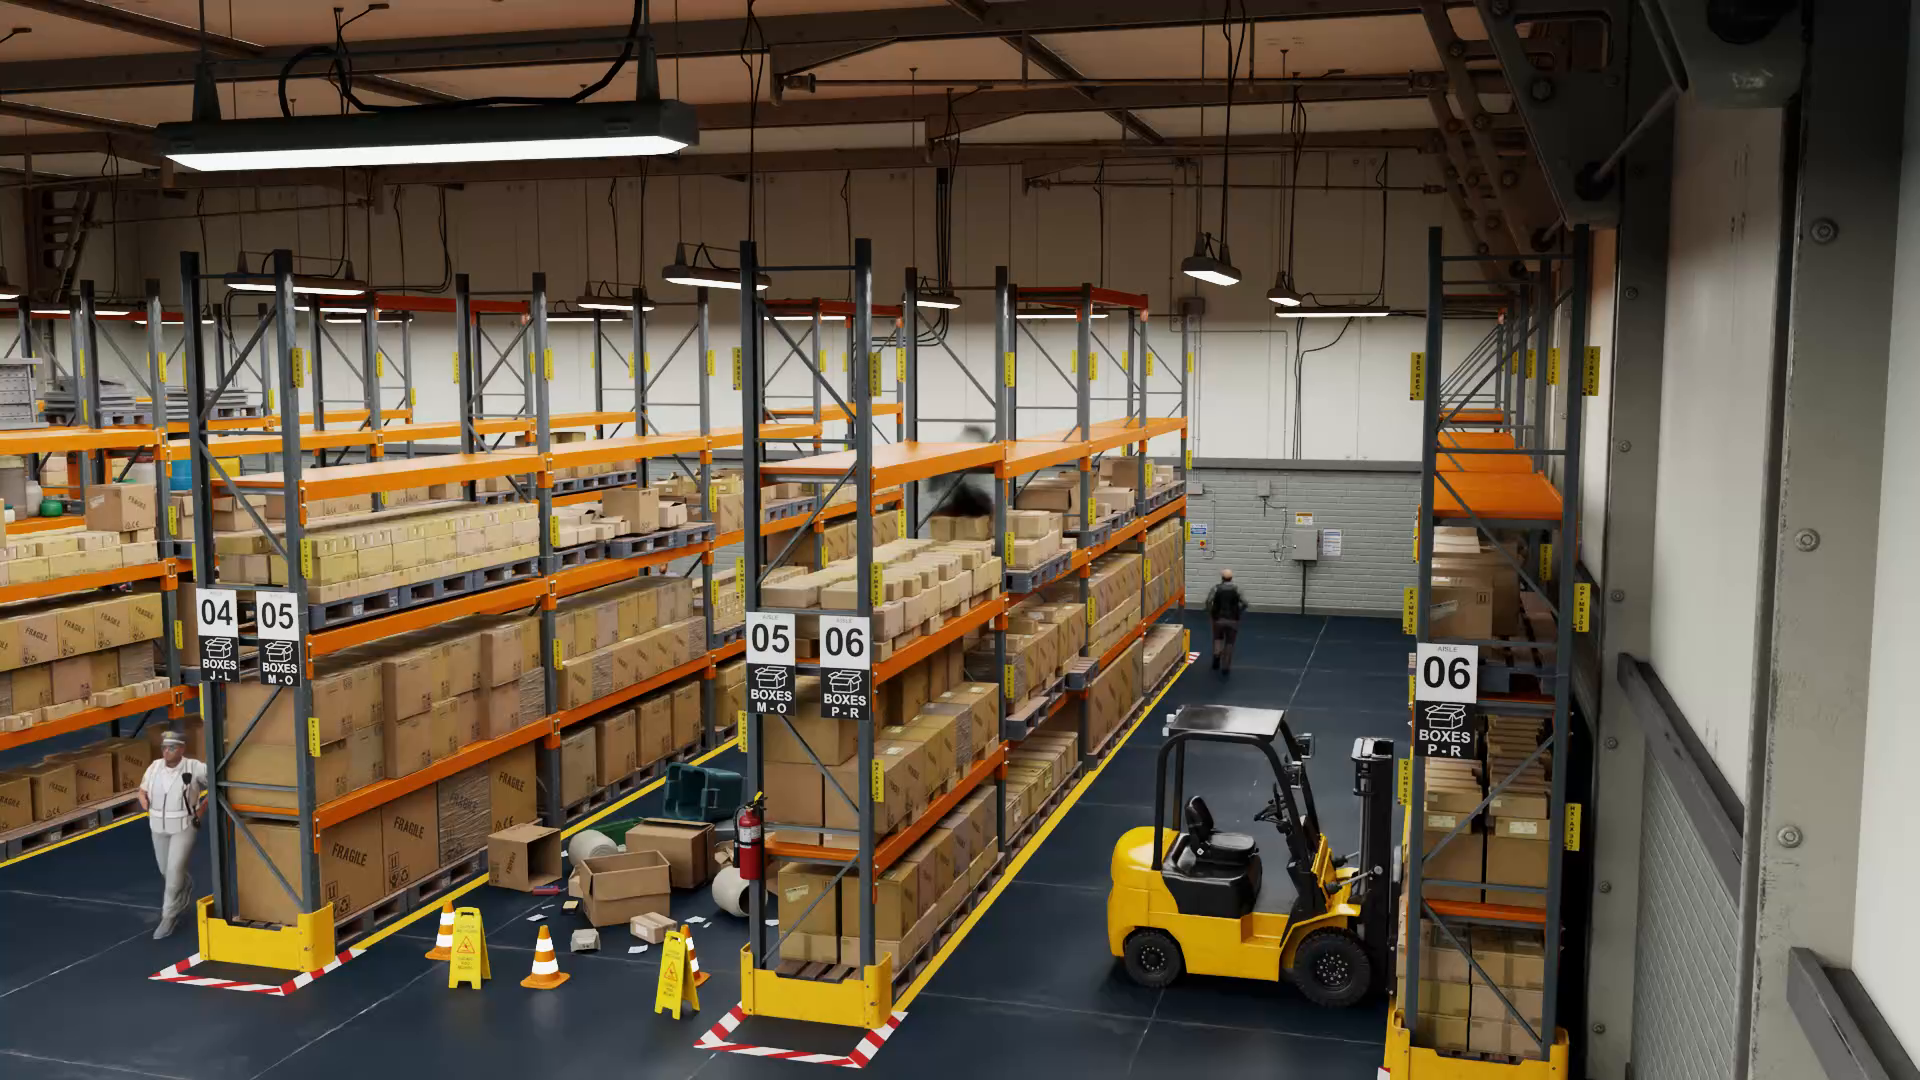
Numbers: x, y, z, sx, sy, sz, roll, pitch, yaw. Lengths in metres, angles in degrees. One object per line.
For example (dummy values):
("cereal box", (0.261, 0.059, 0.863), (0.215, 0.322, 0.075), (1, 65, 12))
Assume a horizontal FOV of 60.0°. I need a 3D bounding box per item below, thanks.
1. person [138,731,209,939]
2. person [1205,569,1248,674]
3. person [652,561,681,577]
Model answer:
("person", (-7.098, 2.602, 15.085), (0.663, 1.814, 0.873), (0, 6, 2))
("person", (4.323, 1.309, 26.991), (0.687, 1.682, 0.568), (1, 6, 10))
("person", (-5.067, 1.080, 28.693), (0.582, 1.545, 0.802), (2, 7, 14))
